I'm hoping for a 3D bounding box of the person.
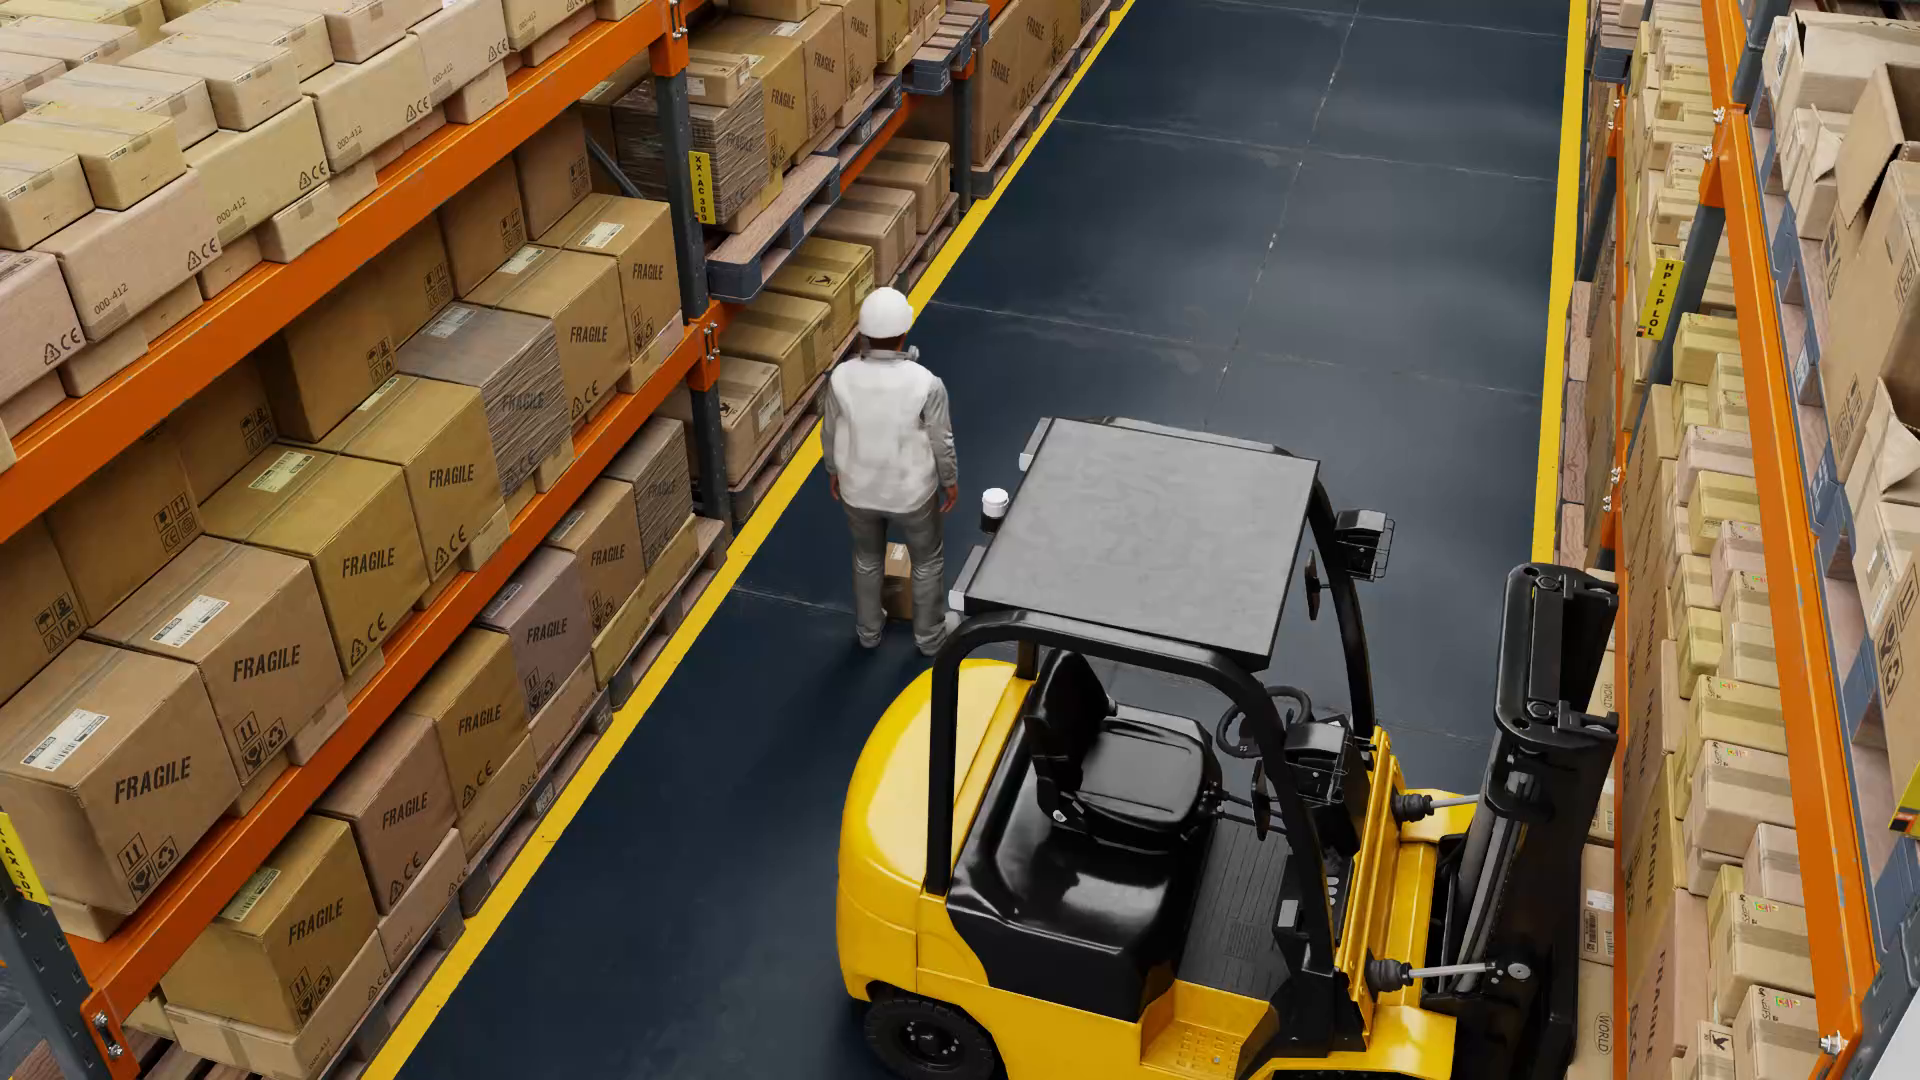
[{"bbox_3d":[-0.299,-0.262,7.219,0.588,1.771,0.465,8,37,10],"label":"person"}]
